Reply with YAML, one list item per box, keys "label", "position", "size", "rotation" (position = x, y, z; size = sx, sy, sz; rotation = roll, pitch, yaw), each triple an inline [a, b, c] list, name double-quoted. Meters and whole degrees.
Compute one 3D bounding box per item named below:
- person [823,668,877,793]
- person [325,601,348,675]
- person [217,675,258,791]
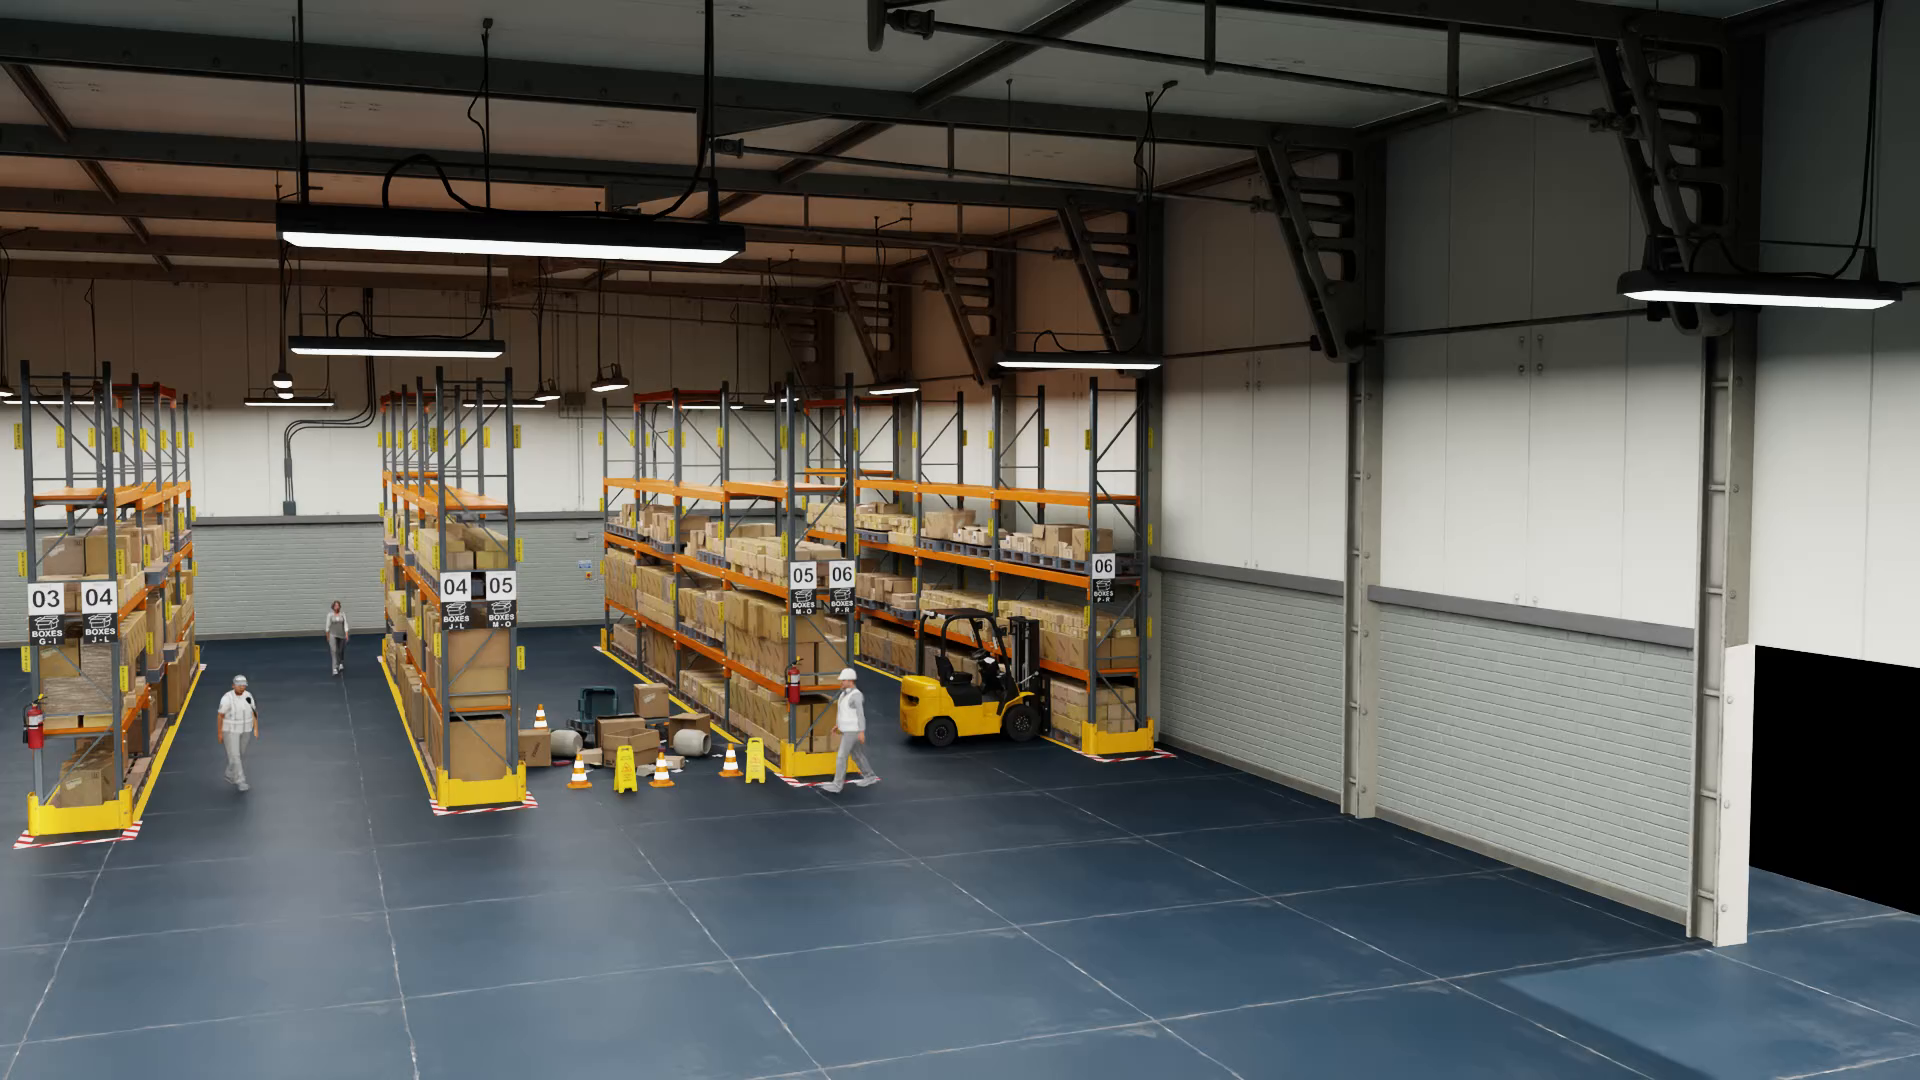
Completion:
- label: "person"
  position: [-1.594, 2.707, 23.768]
  size: [0.869, 1.757, 0.541]
  rotation: [-1, 4, -18]
- label: "person"
  position: [-13.335, 2.066, 35.587]
  size: [0.449, 1.540, 0.972]
  rotation: [-1, 4, -22]
- label: "person"
  position: [-10.312, 2.740, 23.812]
  size: [0.989, 1.606, 0.516]
  rotation: [2, 4, 35]
